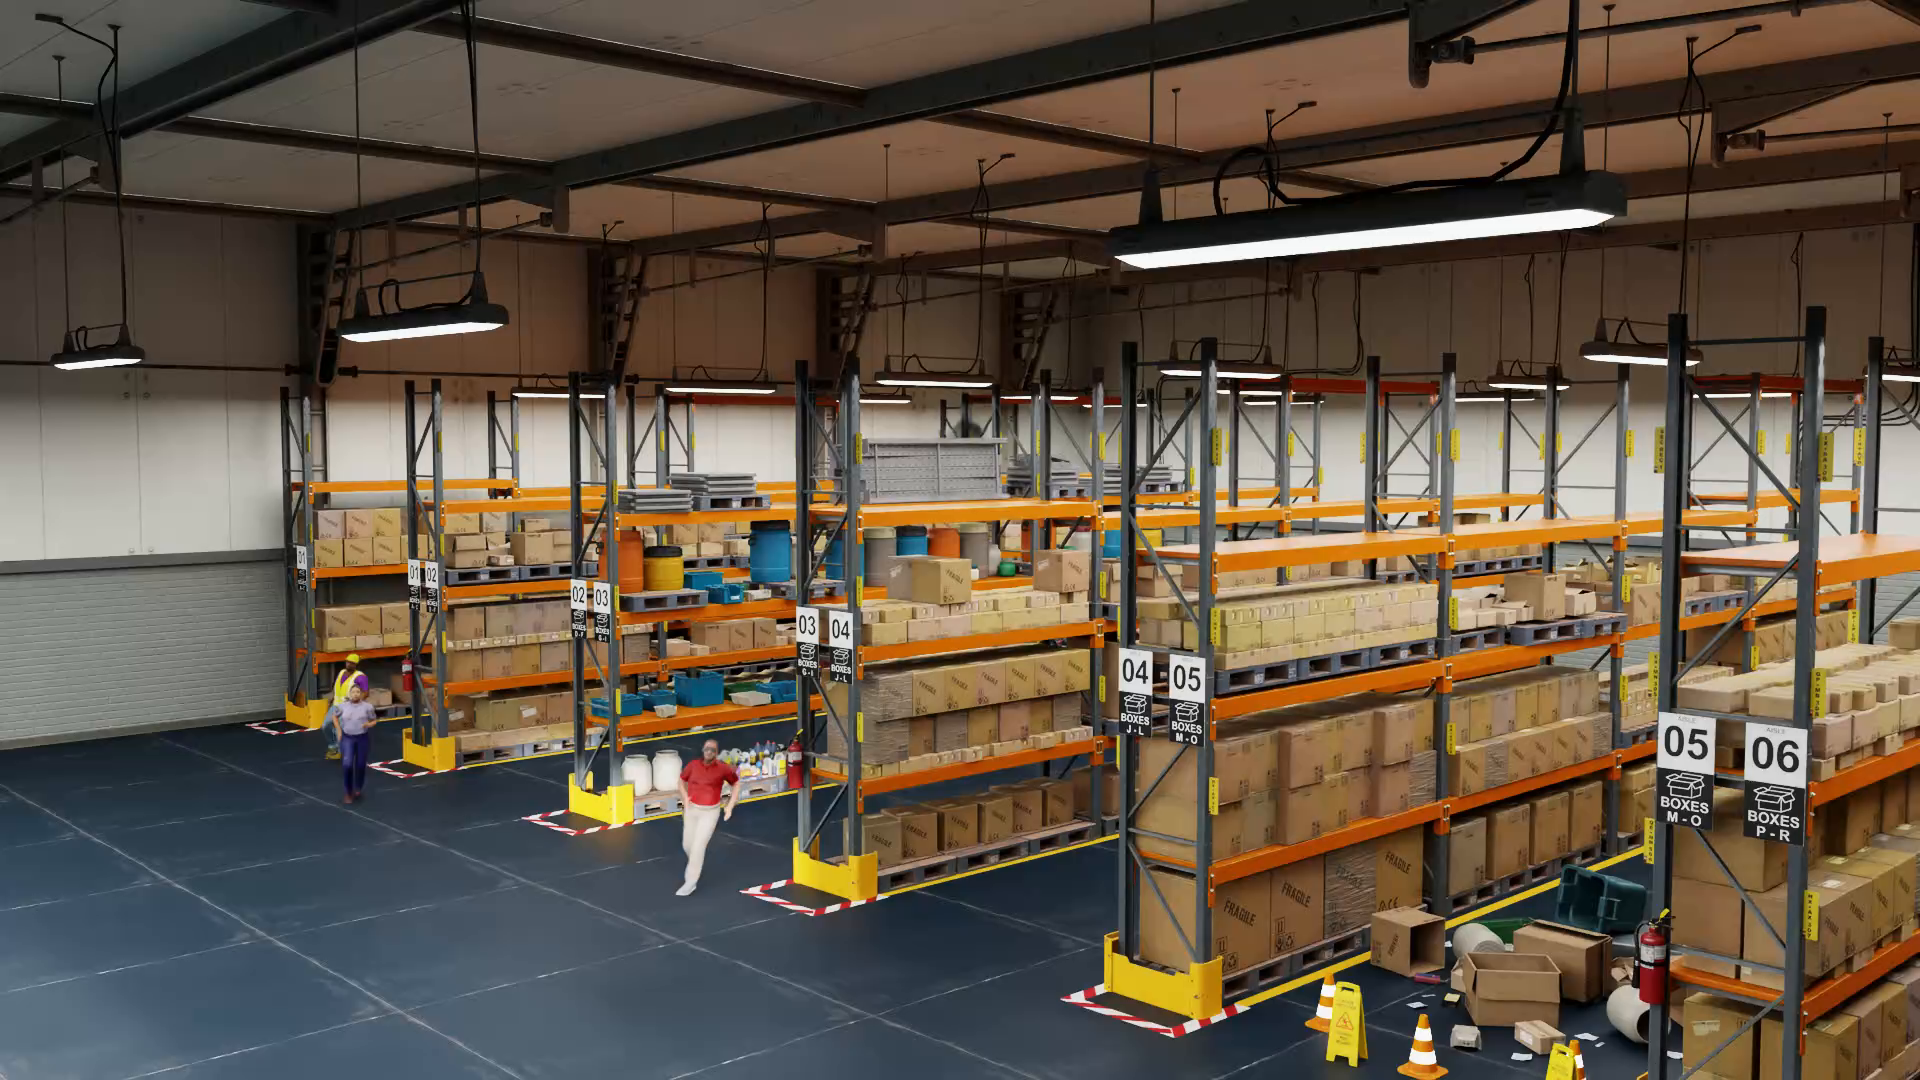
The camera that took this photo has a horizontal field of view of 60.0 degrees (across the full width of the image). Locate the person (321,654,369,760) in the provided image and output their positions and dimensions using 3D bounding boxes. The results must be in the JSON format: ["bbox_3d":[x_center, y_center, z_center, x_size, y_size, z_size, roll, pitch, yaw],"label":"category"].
[{"bbox_3d":[-9.721,2.650,26.234,0.761,1.715,0.548,2,4,25],"label":"person"}]

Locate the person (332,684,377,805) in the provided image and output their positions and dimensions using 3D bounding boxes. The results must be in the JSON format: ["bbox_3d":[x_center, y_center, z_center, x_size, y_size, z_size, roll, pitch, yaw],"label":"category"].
[{"bbox_3d":[-8.483,2.868,23.341,0.581,1.697,0.727,-2,4,-24],"label":"person"}]

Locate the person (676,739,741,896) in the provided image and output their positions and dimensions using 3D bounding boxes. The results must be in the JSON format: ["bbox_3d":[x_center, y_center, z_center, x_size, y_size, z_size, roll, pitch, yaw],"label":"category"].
[{"bbox_3d":[-2.875,3.104,18.870,0.740,1.706,0.881,1,4,11],"label":"person"}]
